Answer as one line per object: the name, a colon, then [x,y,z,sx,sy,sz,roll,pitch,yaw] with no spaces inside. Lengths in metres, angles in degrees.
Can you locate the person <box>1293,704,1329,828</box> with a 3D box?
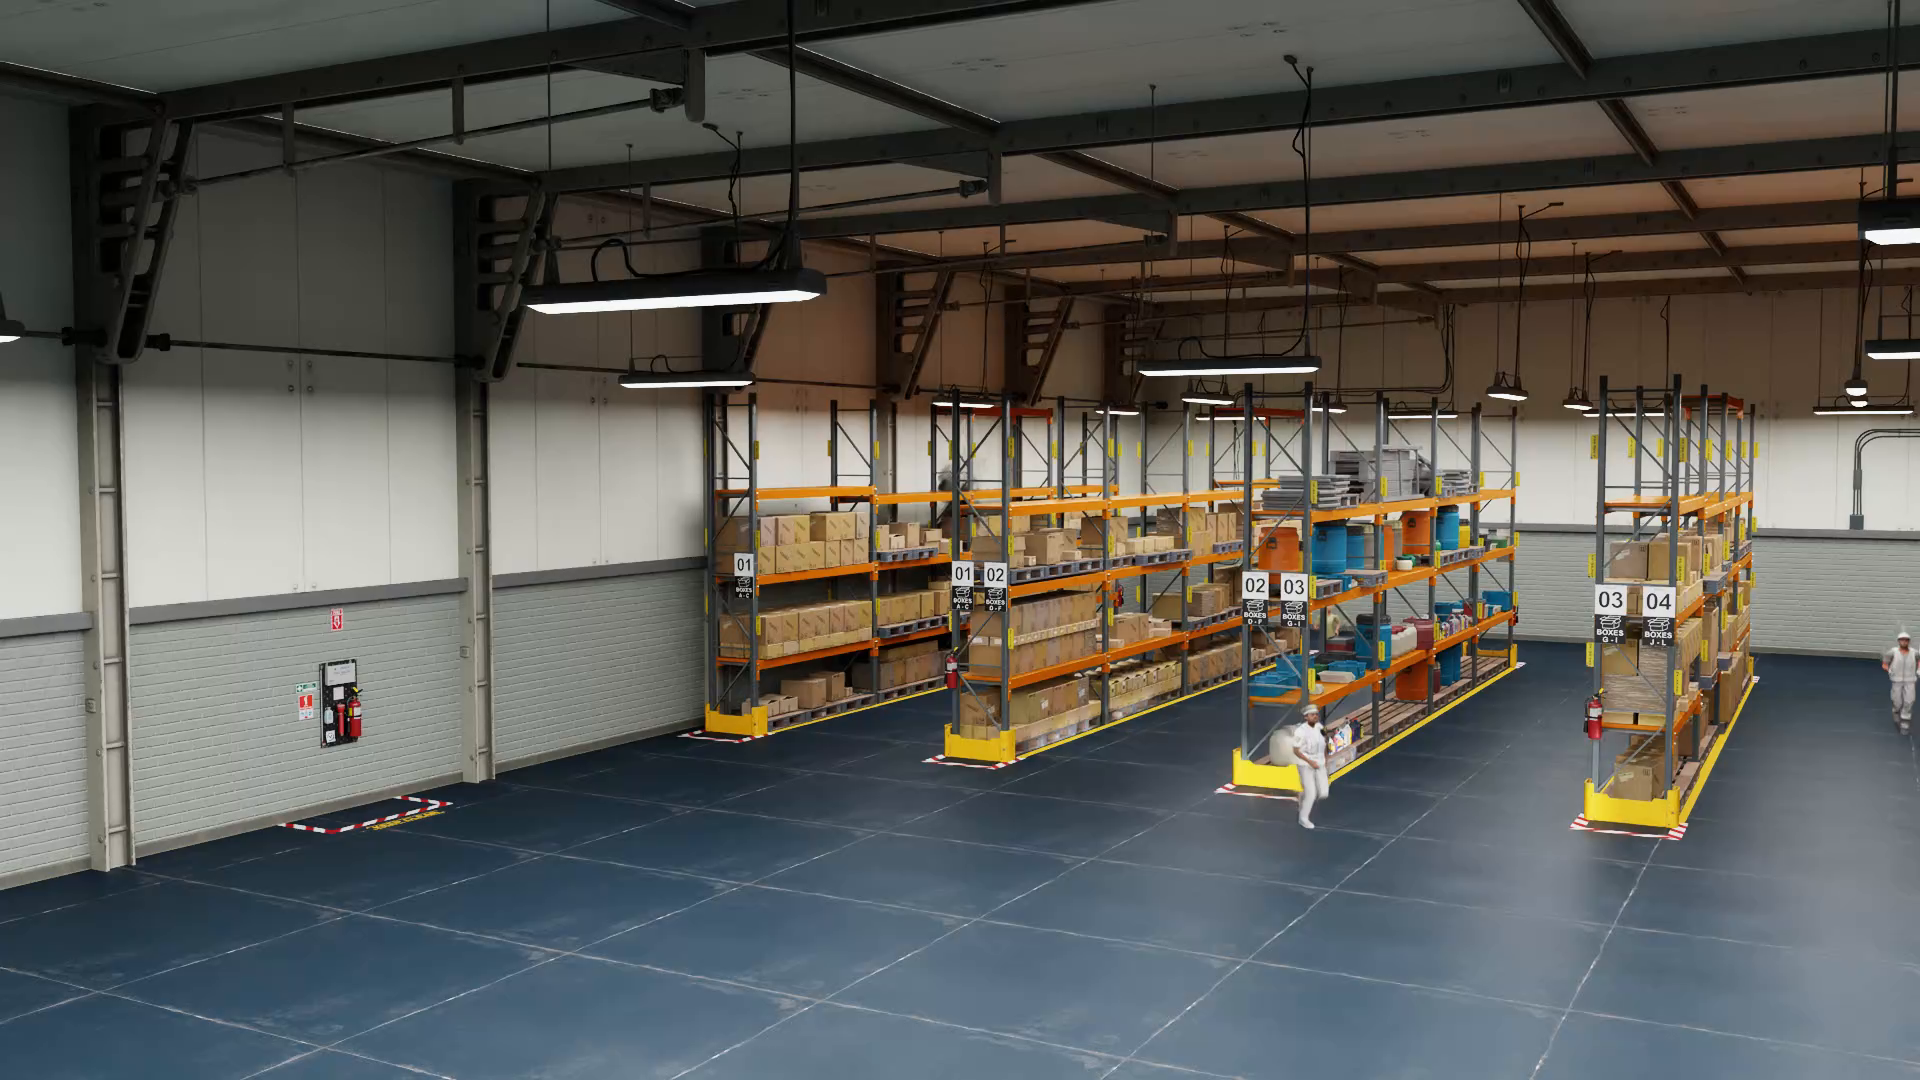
person: [4.672,2.989,22.083,0.594,1.662,0.627,-1,3,-24]

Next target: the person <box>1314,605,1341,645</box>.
person: [8.047,2.192,36.478,0.578,1.663,0.935,1,3,13]

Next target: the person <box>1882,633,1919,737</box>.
person: [16.669,2.525,29.387,0.656,1.789,0.956,1,3,25]
